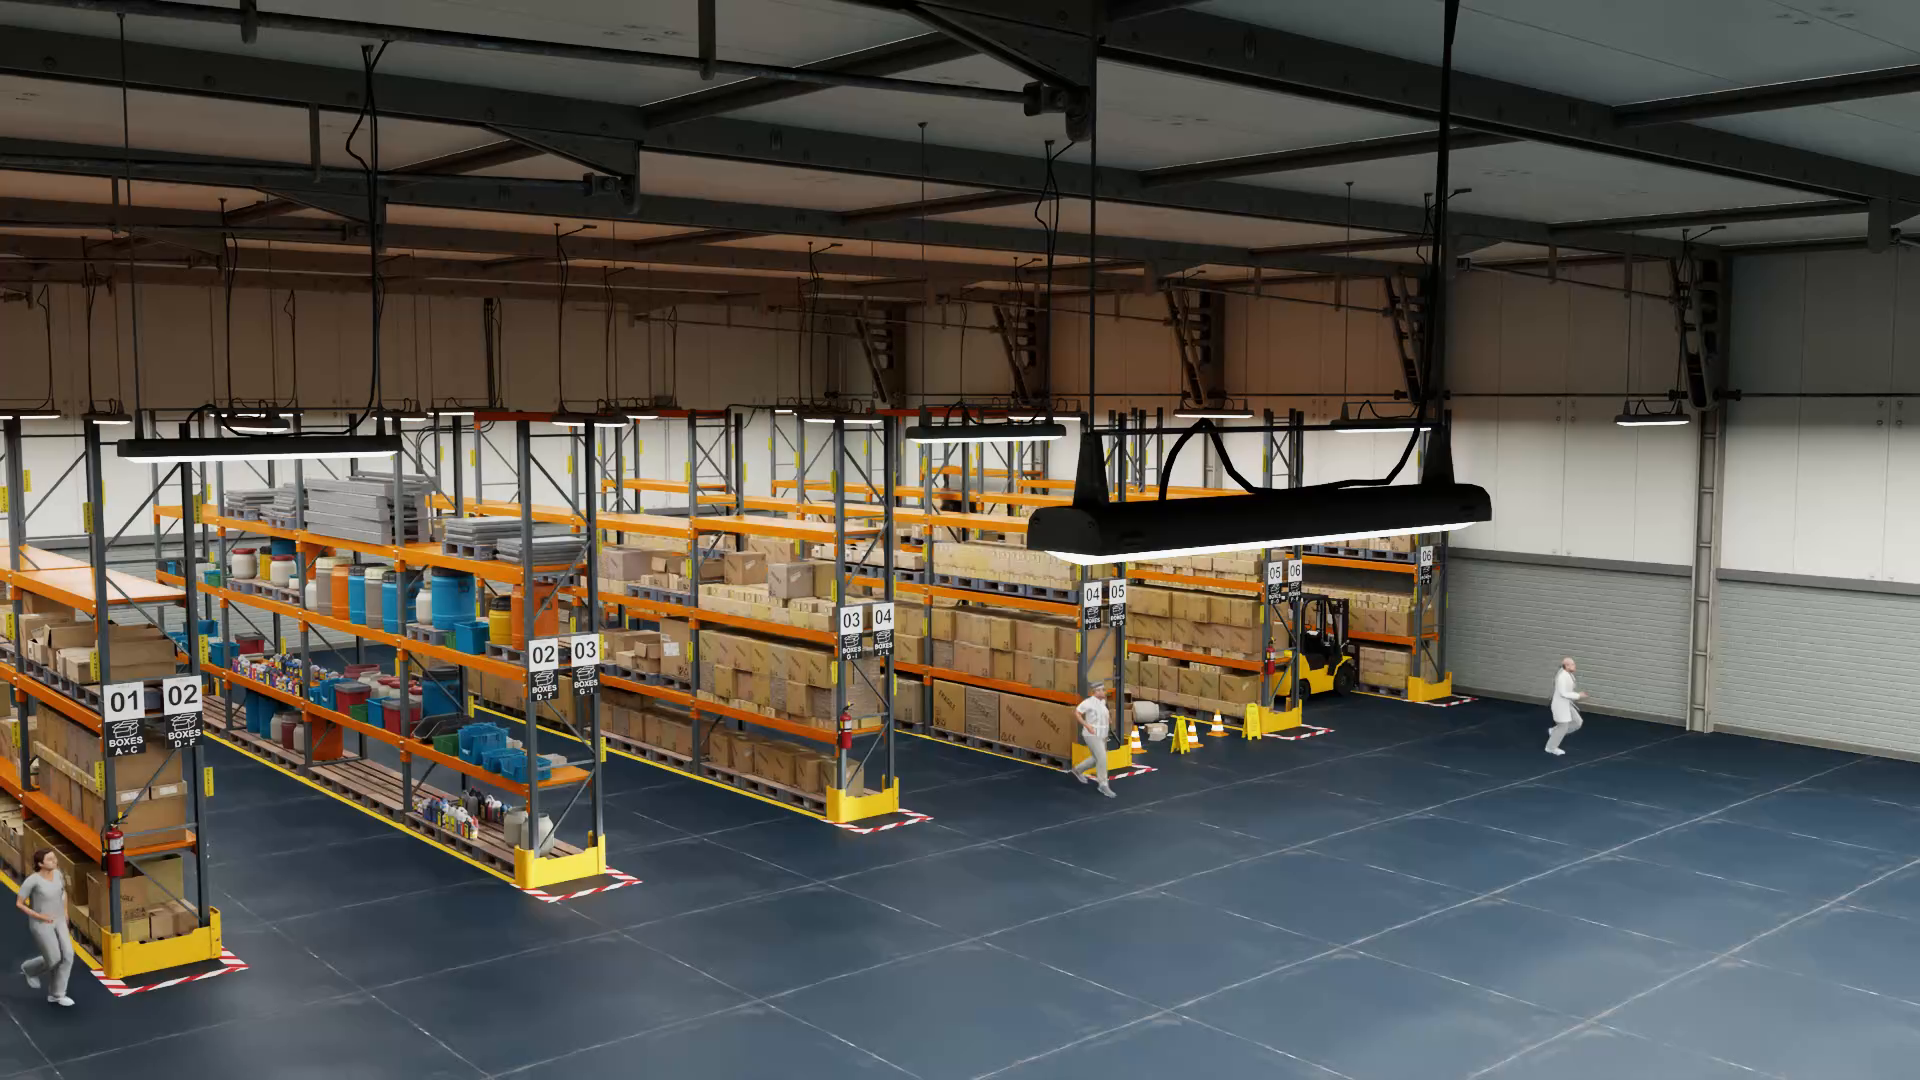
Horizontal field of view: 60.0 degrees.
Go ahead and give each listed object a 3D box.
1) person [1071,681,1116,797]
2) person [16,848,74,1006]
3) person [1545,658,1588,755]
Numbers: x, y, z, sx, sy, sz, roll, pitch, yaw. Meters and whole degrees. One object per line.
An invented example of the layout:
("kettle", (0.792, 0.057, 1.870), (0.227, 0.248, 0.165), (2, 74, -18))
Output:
("person", (2.191, 3.133, 26.605), (0.973, 1.766, 0.679), (3, 6, 32))
("person", (-9.519, 4.008, 17.303), (0.650, 1.647, 0.600), (2, 5, 22))
("person", (10.611, 2.918, 29.079), (0.724, 1.717, 0.761), (3, 6, 33))
